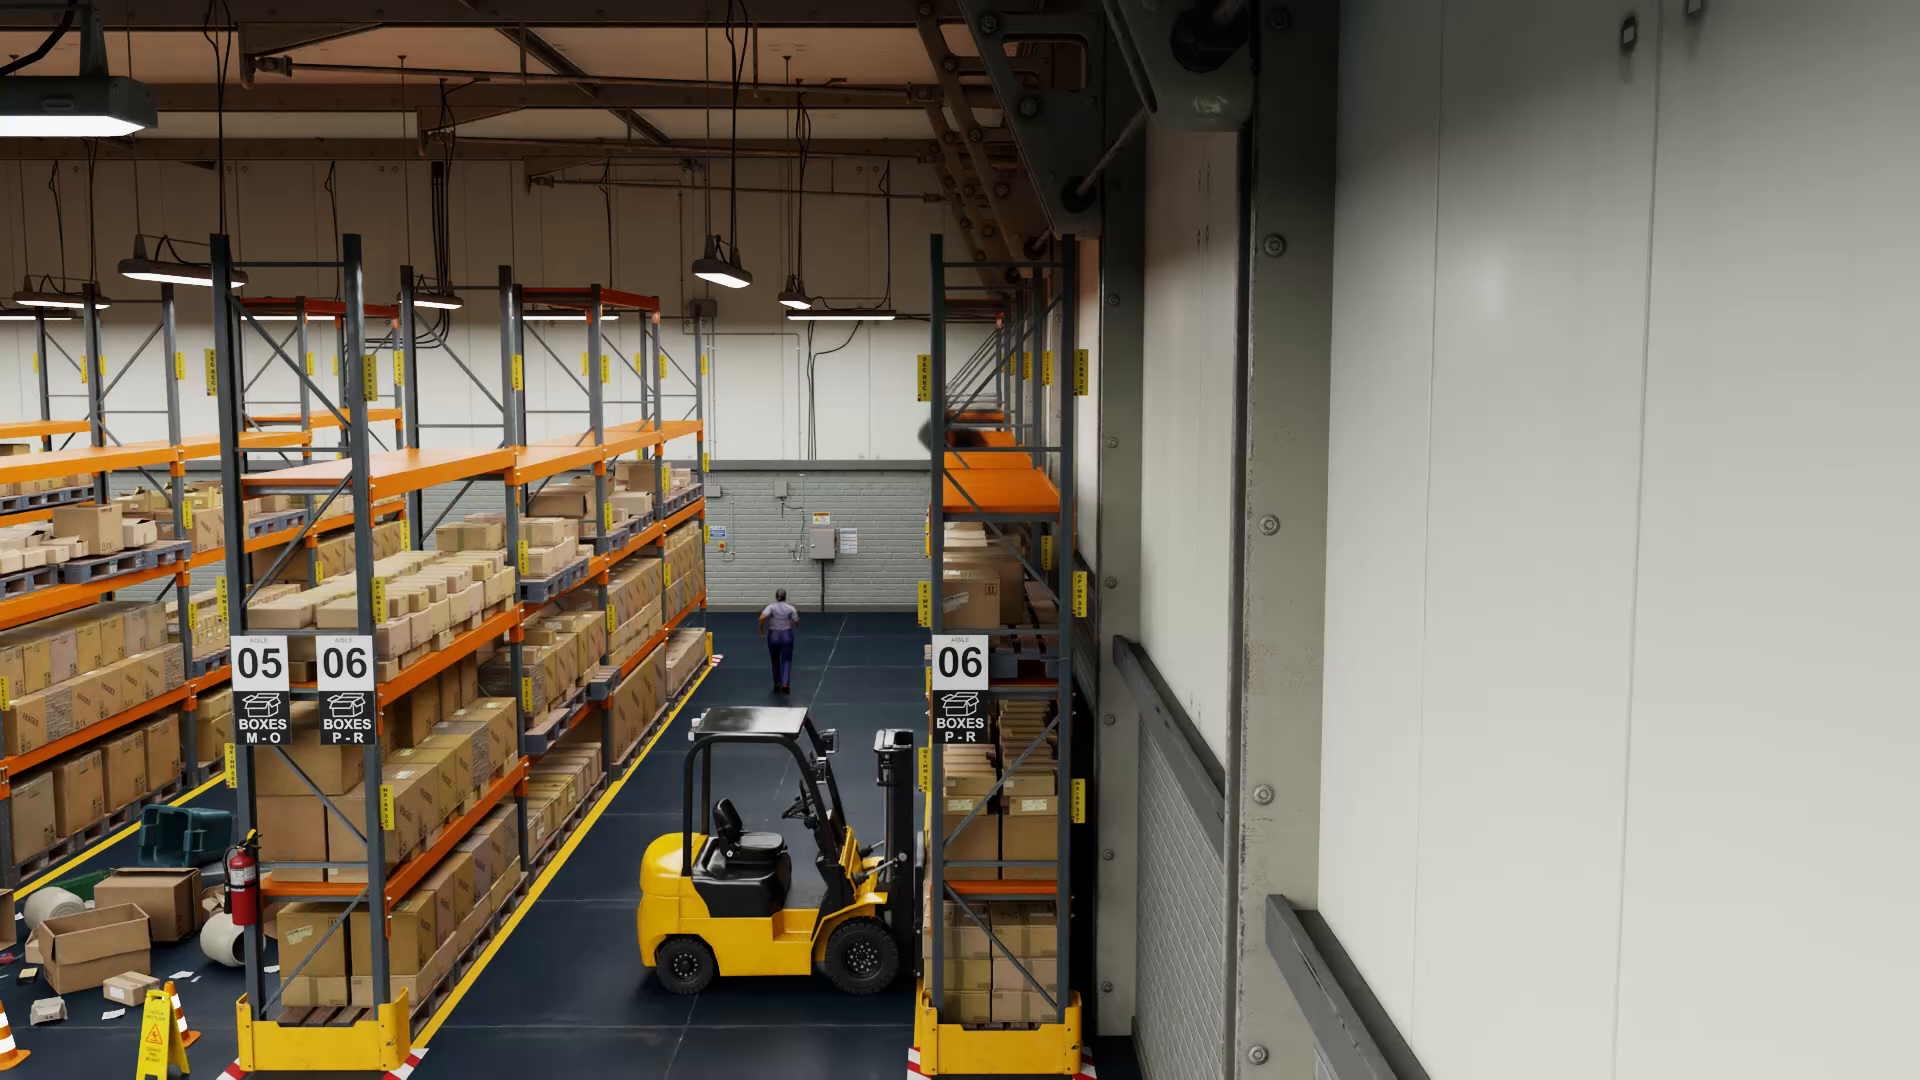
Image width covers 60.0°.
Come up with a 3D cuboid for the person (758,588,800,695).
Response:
[{"bbox_3d":[-2.742,1.542,25.372,0.611,1.618,0.993,0,6,-1],"label":"person"}]
